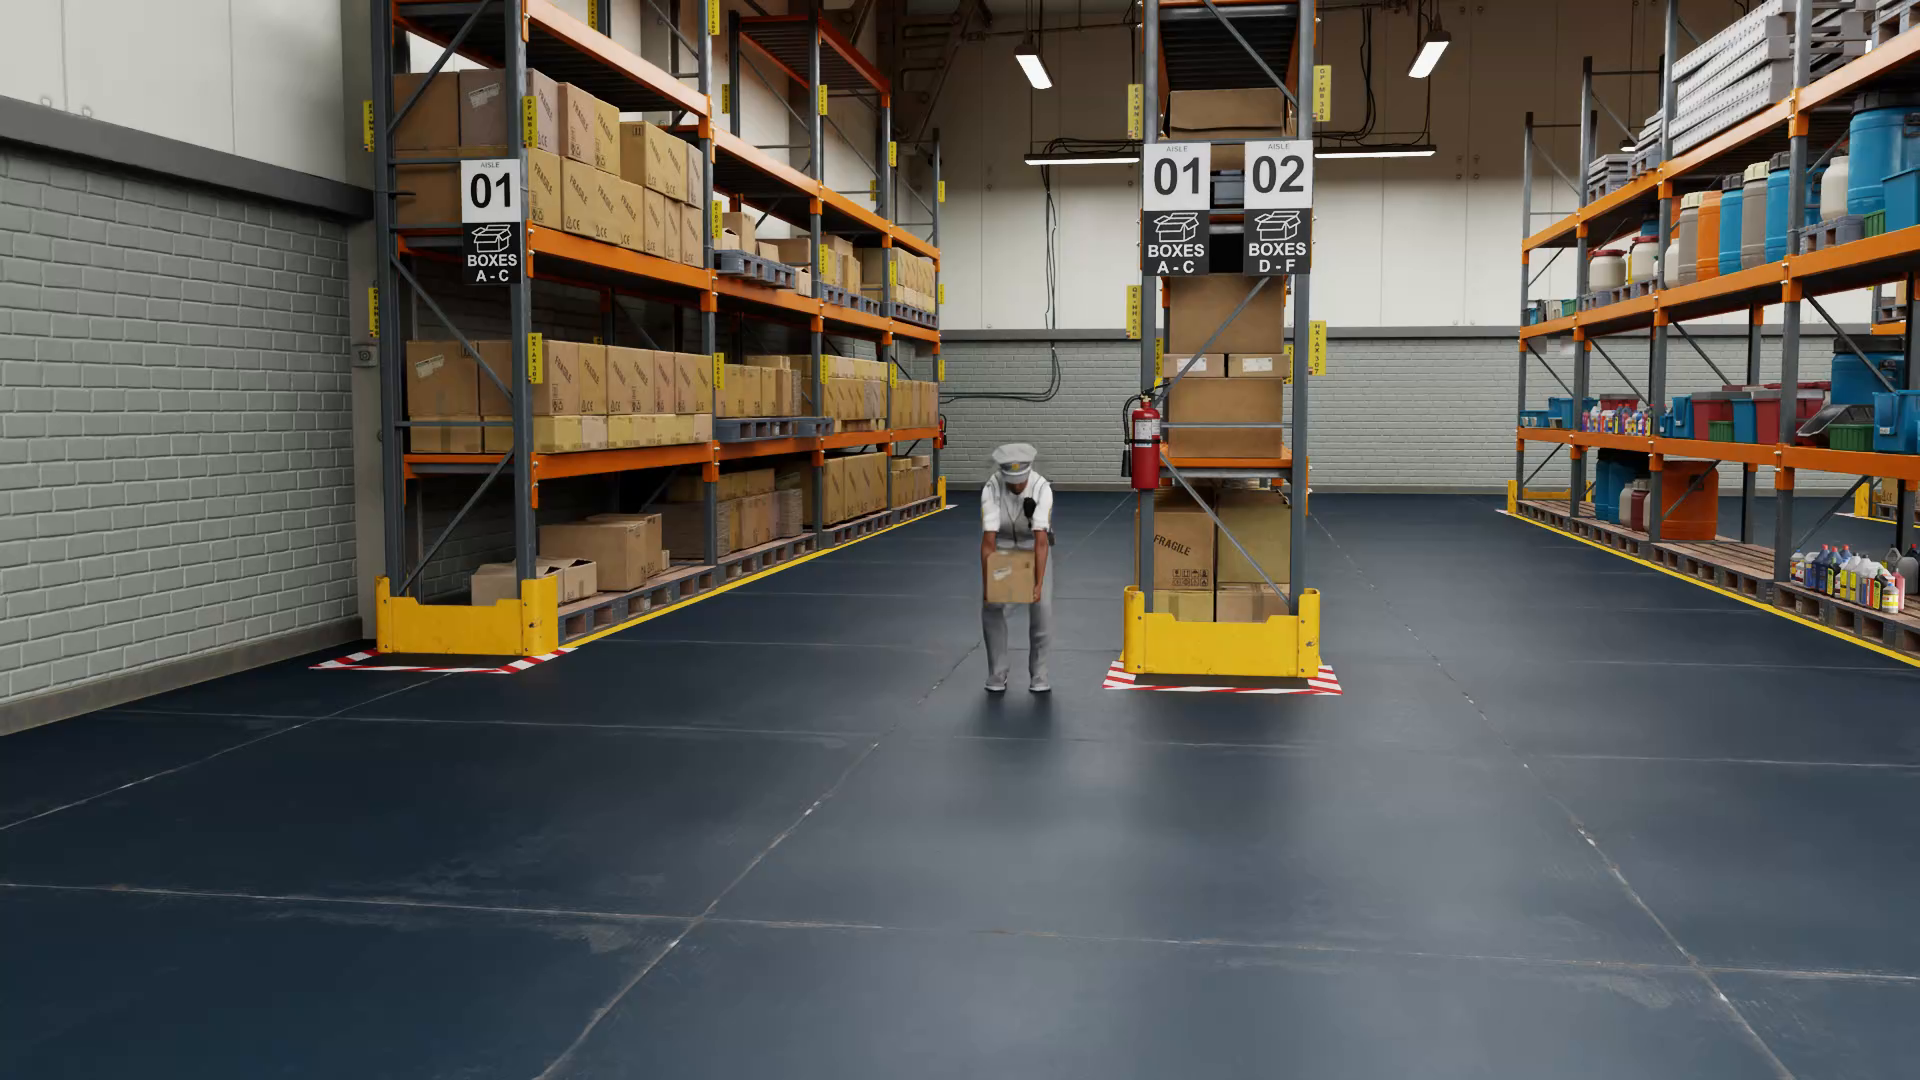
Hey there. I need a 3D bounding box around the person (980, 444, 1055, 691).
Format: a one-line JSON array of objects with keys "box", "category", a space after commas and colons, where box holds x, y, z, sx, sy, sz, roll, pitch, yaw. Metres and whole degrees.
[{"box": [0.317, 0.166, 9.388, 0.414, 1.422, 0.810, 0, 5, 6], "category": "person"}]
